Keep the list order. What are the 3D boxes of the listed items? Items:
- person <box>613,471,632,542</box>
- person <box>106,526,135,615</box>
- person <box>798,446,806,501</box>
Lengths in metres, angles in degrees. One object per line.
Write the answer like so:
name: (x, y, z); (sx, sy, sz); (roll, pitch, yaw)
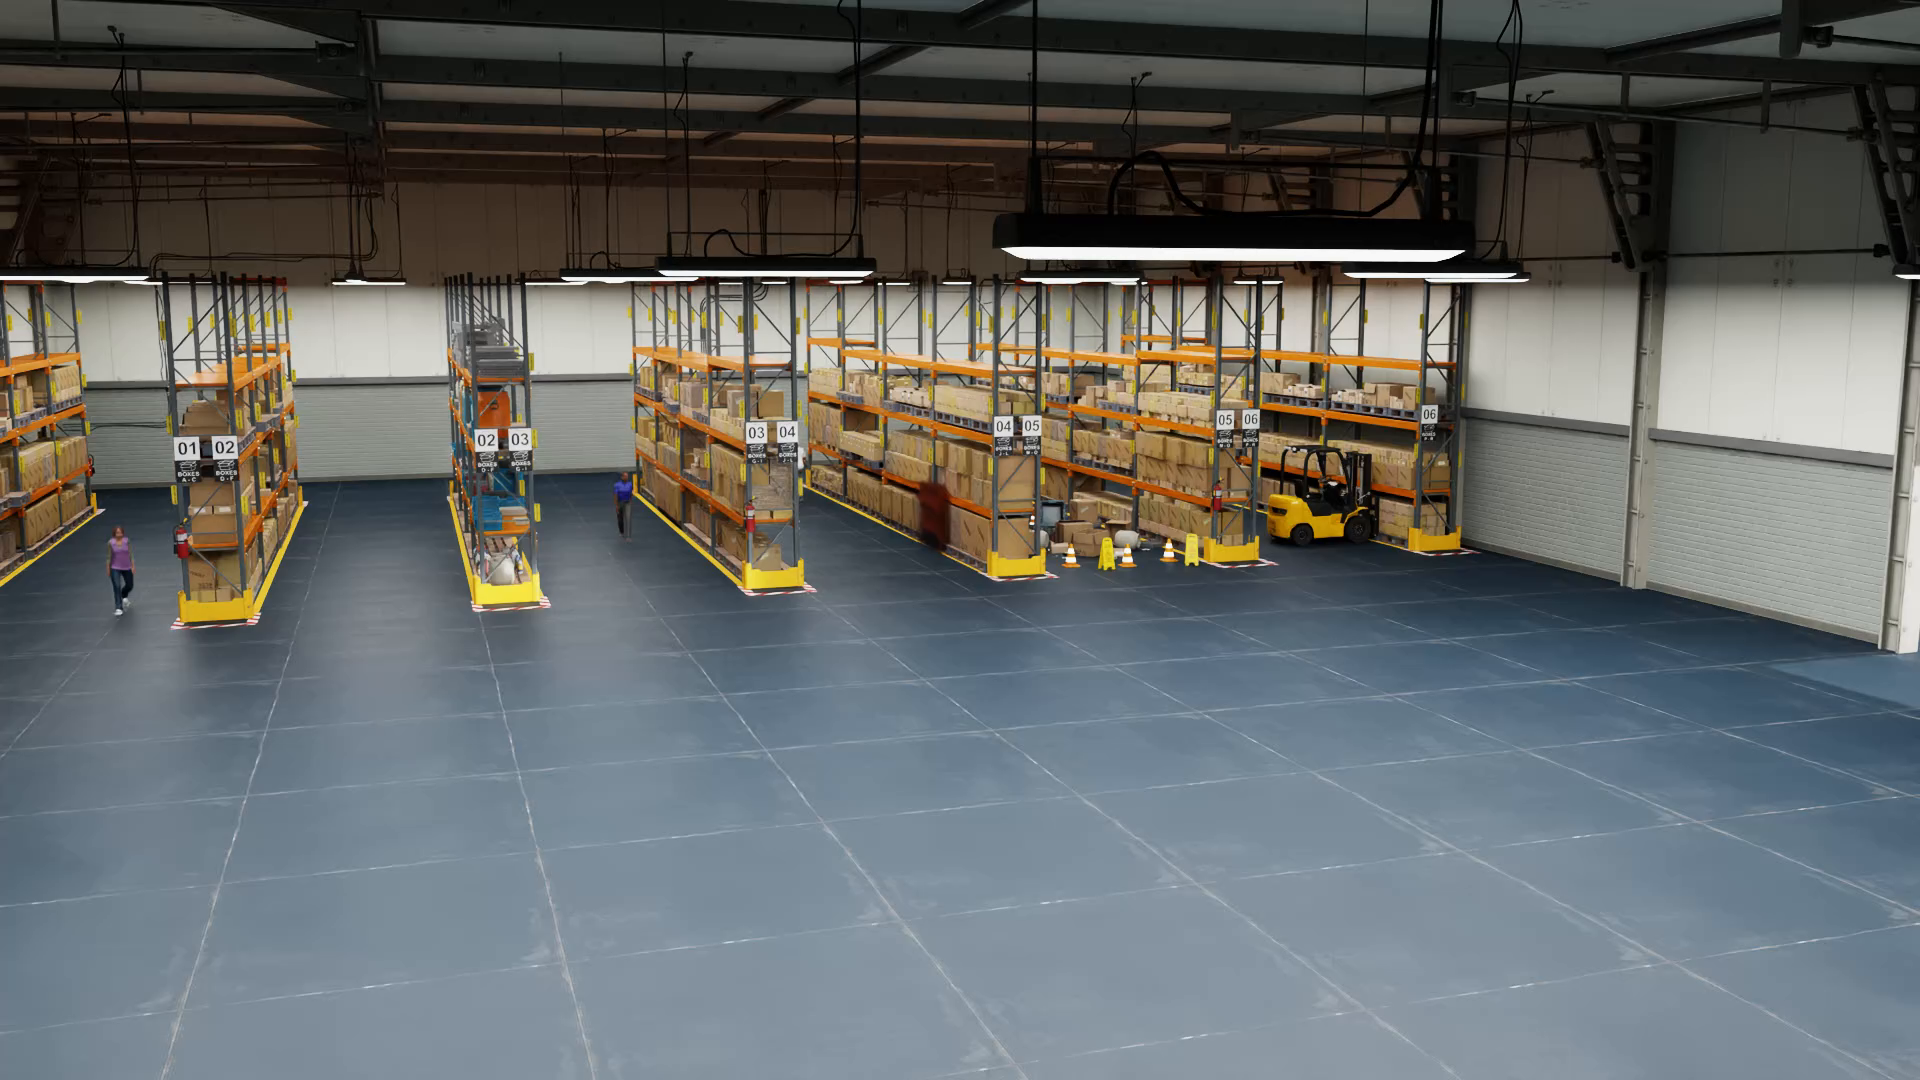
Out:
person: (-7.673, -0.791, 37.875); (0.414, 1.589, 1.056); (-1, 9, -9)
person: (-14.908, 0.505, 29.529); (0.454, 1.557, 0.840); (-6, 10, -34)
person: (-4.400, -1.917, 45.015); (0.691, 1.741, 0.630); (7, 11, 39)
